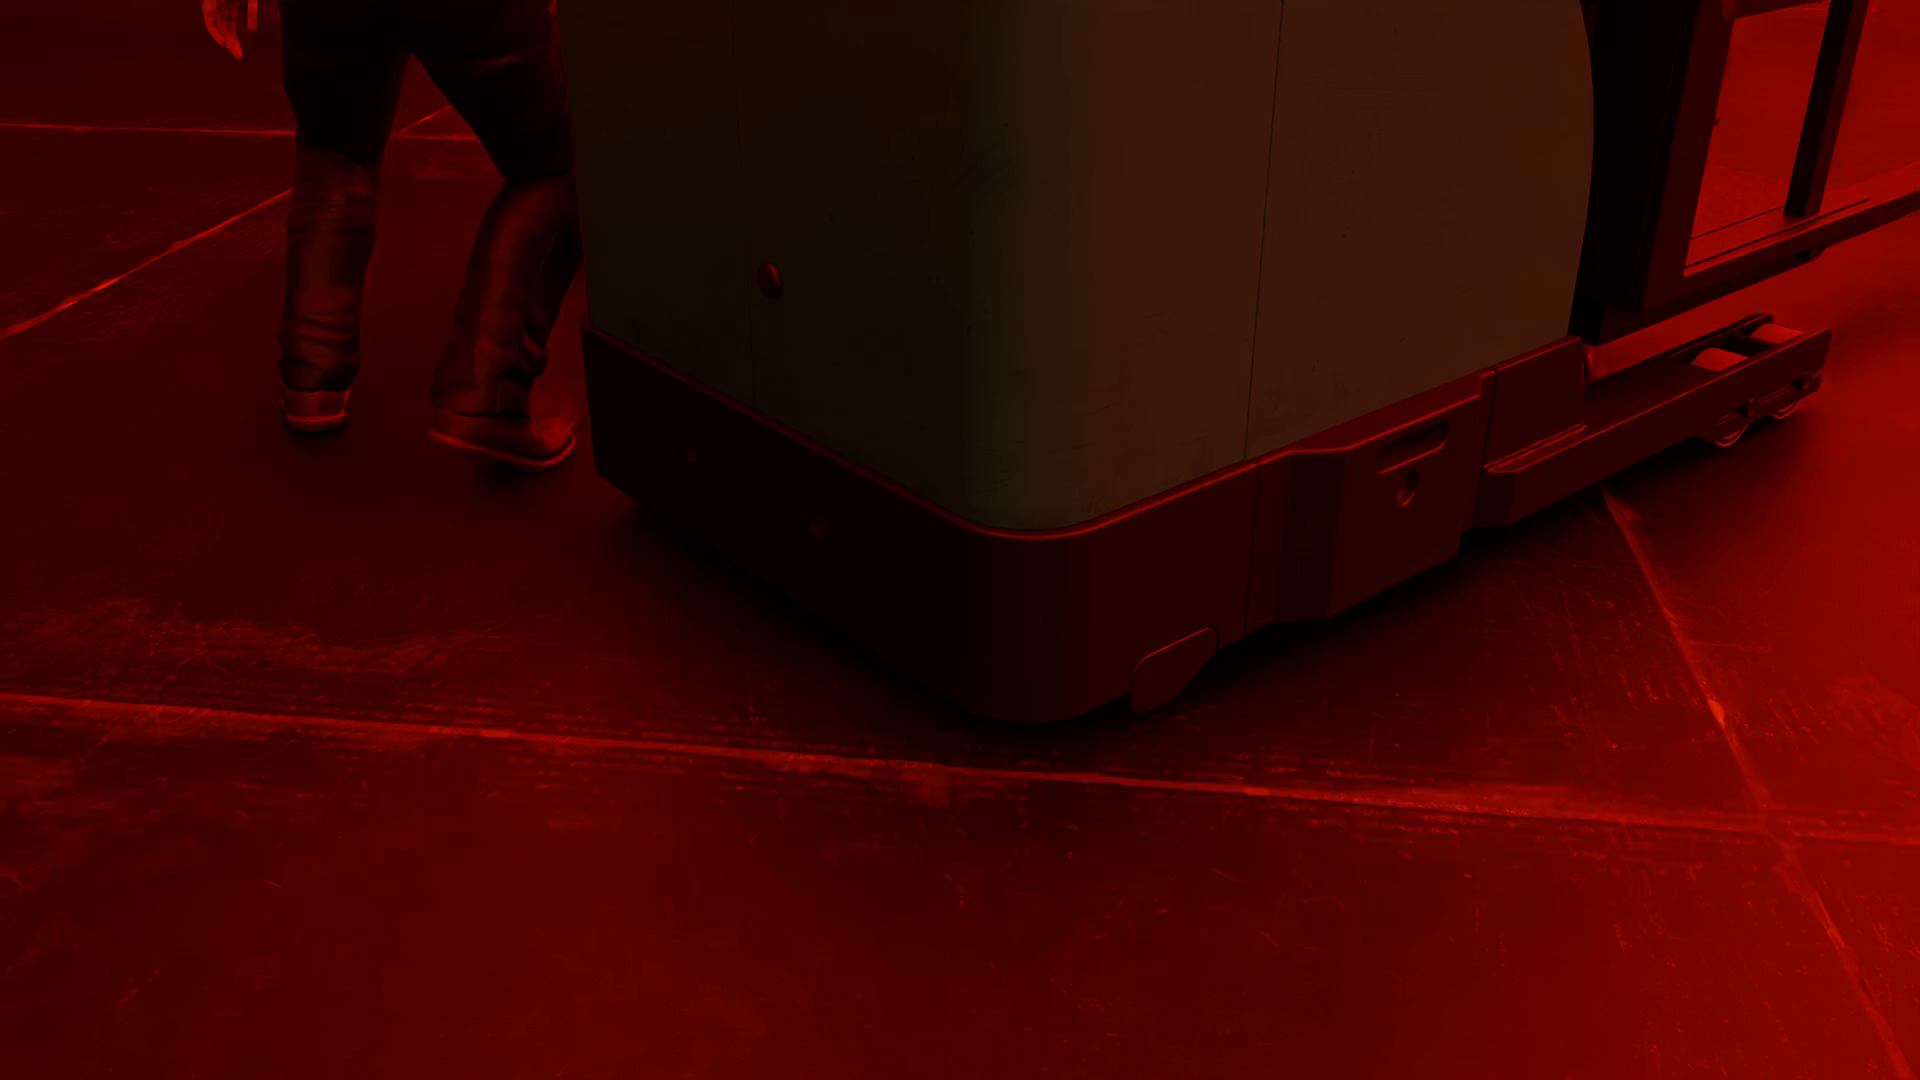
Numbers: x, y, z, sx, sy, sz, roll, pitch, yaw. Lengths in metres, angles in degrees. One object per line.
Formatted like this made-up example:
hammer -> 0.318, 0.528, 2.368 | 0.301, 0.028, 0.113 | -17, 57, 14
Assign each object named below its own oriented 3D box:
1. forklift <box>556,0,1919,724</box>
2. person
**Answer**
forklift -> 0.891, -1.628, 2.481 | 3.031, 2.935, 1.130 | -20, 33, -35
person -> -0.869, -0.884, 2.525 | 0.816, 1.584, 0.481 | 10, 28, 18
